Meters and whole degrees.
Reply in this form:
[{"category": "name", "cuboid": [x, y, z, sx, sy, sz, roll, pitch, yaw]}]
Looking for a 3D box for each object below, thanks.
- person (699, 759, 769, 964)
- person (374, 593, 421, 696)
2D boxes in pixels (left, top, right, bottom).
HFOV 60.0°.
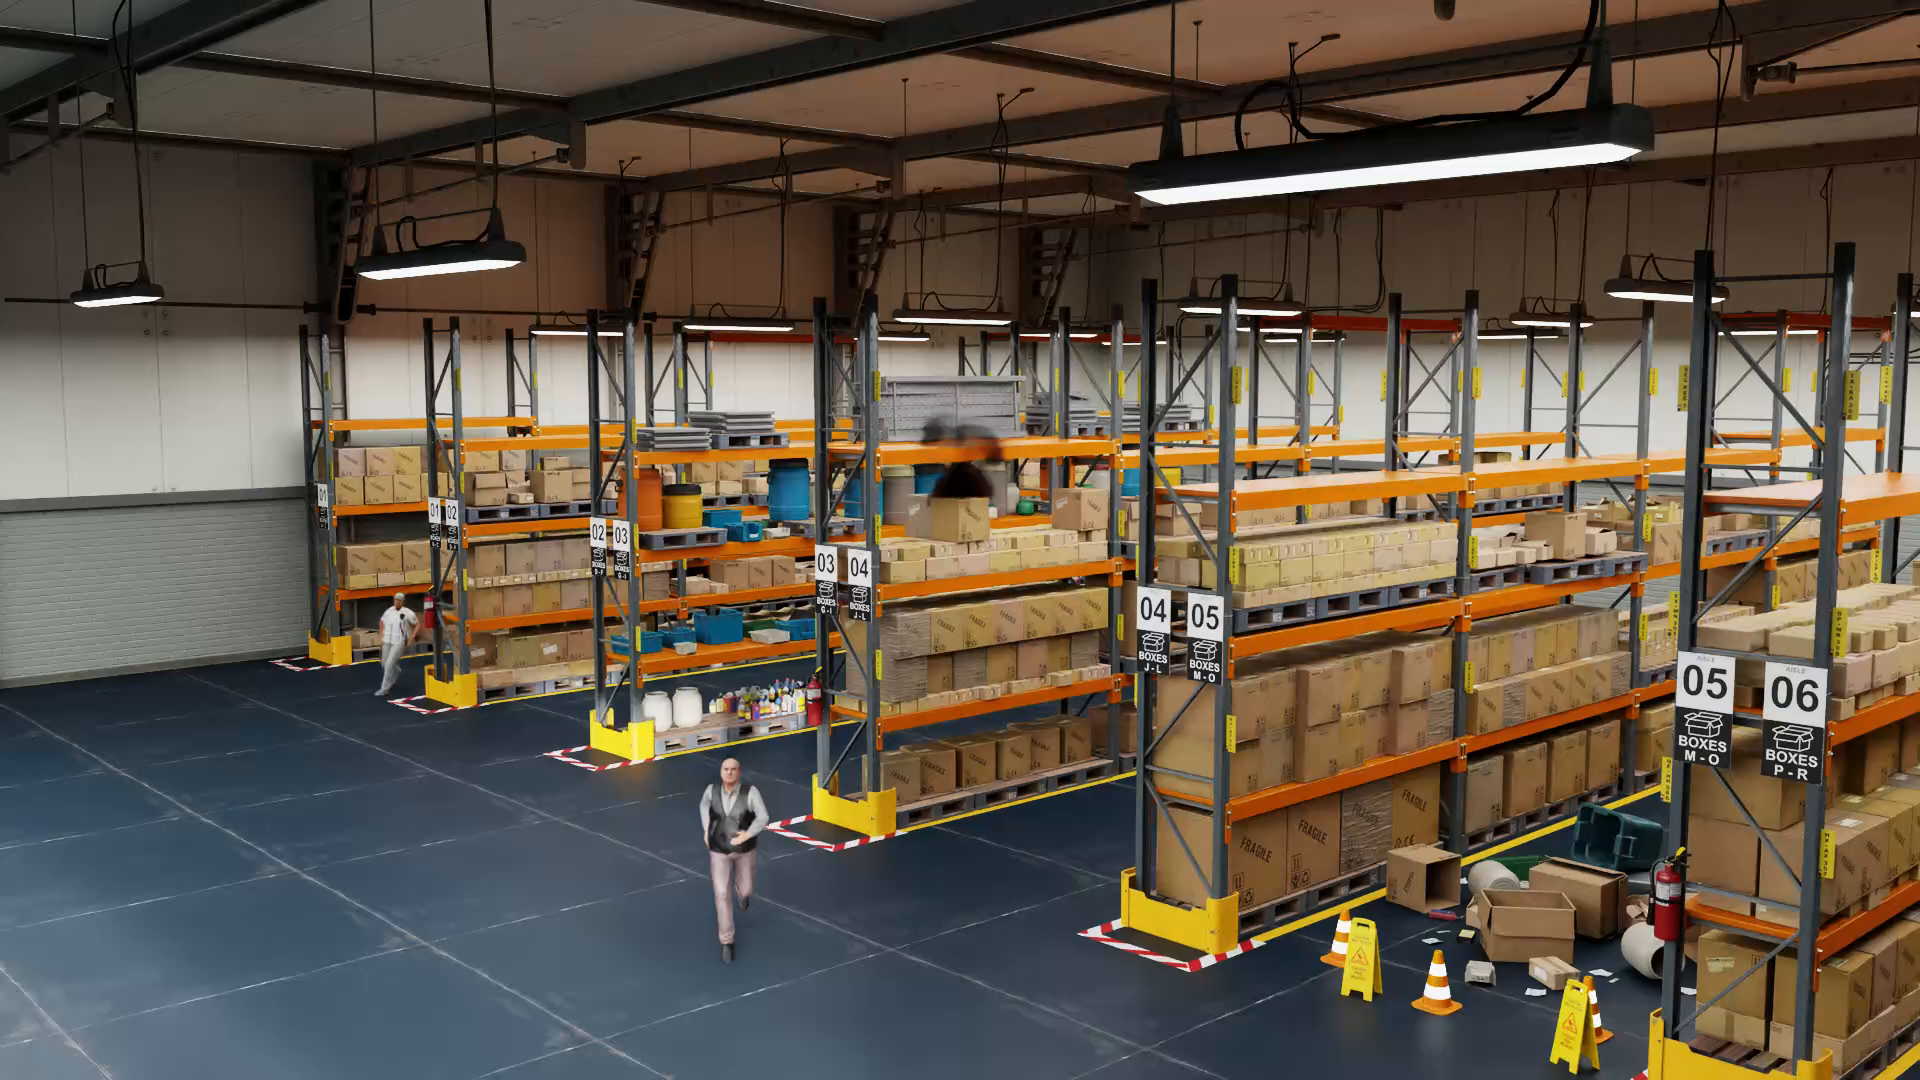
[{"category": "person", "cuboid": [-2.040, 2.818, 15.033, 0.627, 1.731, 1.116, -1, 6, -7]}, {"category": "person", "cuboid": [-9.068, 1.655, 26.810, 0.671, 1.624, 0.838, 1, 6, 11]}]
